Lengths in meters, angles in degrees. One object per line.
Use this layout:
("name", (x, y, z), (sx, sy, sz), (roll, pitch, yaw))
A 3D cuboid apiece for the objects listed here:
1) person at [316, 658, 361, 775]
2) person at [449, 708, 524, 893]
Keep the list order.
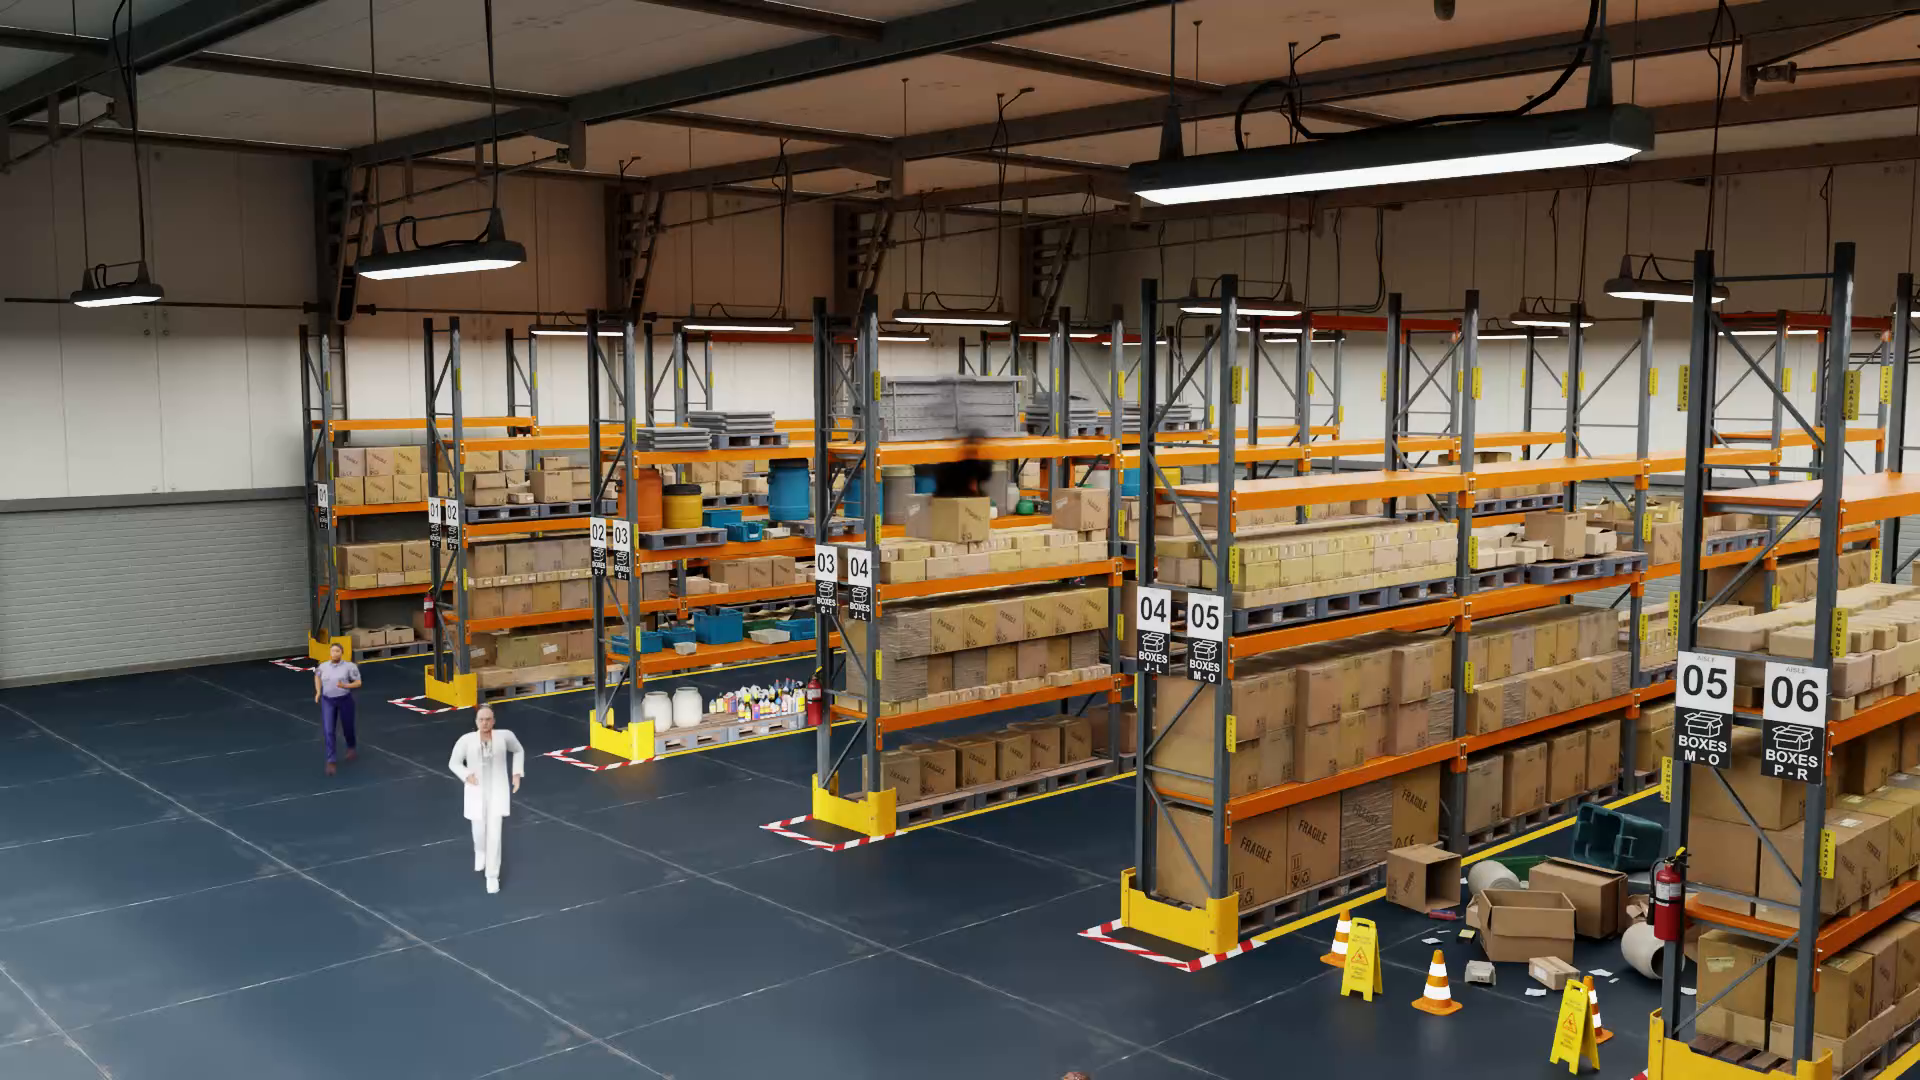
("person", (-8.084, 2.249, 21.637), (0.573, 1.437, 0.921), (-1, 6, -13))
("person", (-4.790, 2.580, 16.866), (0.734, 1.799, 0.934), (-1, 6, -14))
